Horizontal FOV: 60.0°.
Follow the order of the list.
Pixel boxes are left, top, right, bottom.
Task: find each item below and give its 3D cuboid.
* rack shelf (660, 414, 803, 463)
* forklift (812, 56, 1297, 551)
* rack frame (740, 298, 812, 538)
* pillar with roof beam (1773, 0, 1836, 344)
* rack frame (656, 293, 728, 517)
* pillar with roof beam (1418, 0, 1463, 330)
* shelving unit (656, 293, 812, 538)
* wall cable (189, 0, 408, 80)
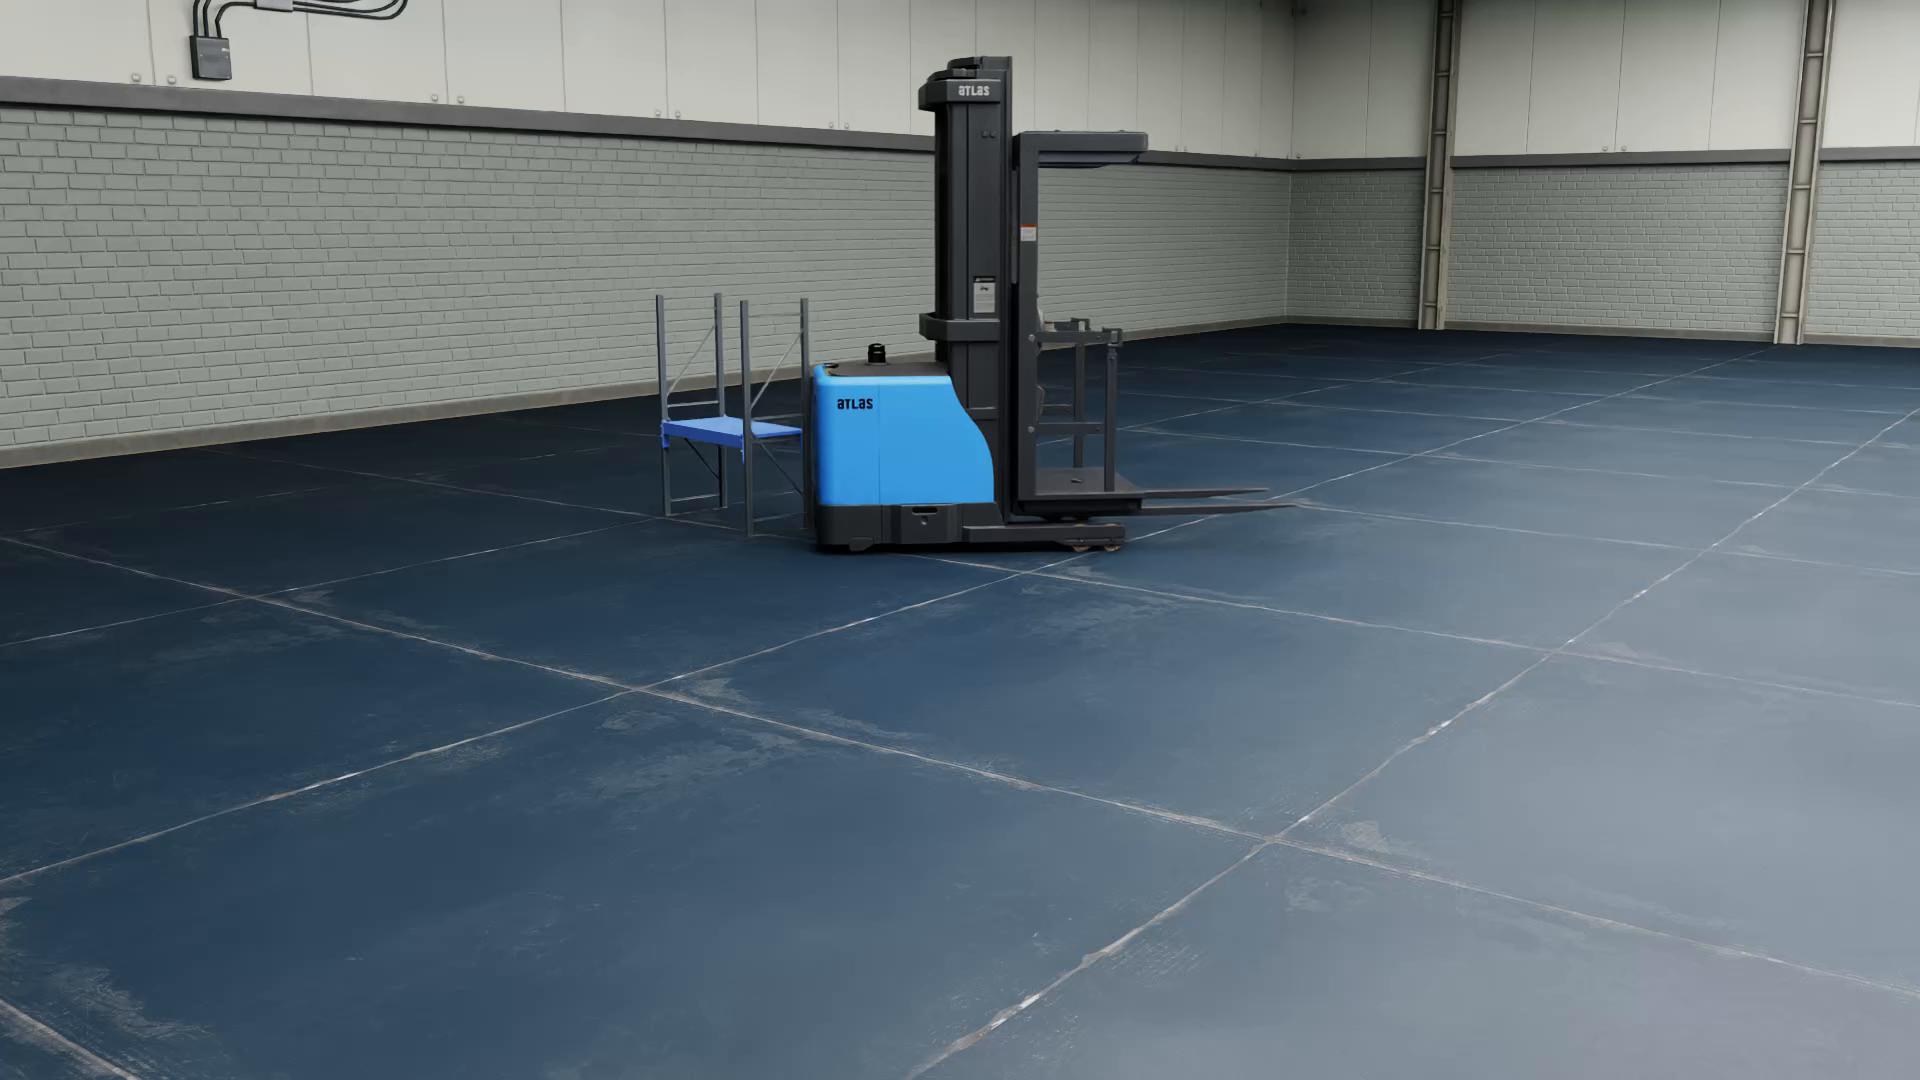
[{"bbox_3d":[-1.500,-0.678,11.034,0.538,0.185,1.000,-9,14,-40],"label":"rack shelf"},{"bbox_3d":[0.589,-1.470,10.411,3.031,2.935,1.130,-1,11,-7],"label":"forklift"},{"bbox_3d":[-1.169,-0.782,10.621,0.500,1.500,0.032,-9,14,-40],"label":"rack frame"},{"bbox_3d":[10.960,-6.968,22.854,0.400,9.000,9.100,8,13,36],"label":"pillar with roof beam"},{"bbox_3d":[-1.831,-0.928,11.378,0.500,1.500,0.032,-9,14,-40],"label":"rack frame"},{"bbox_3d":[6.124,-7.642,26.341,0.400,9.000,9.100,8,13,36],"label":"pillar with roof beam"},{"bbox_3d":[-1.500,-0.855,11.000,0.538,1.500,1.048,-9,14,-40],"label":"shelving unit"},{"bbox_3d":[-5.933,-7.134,14.759,0.169,6.003,2.305,8,13,36],"label":"wall cable"}]
